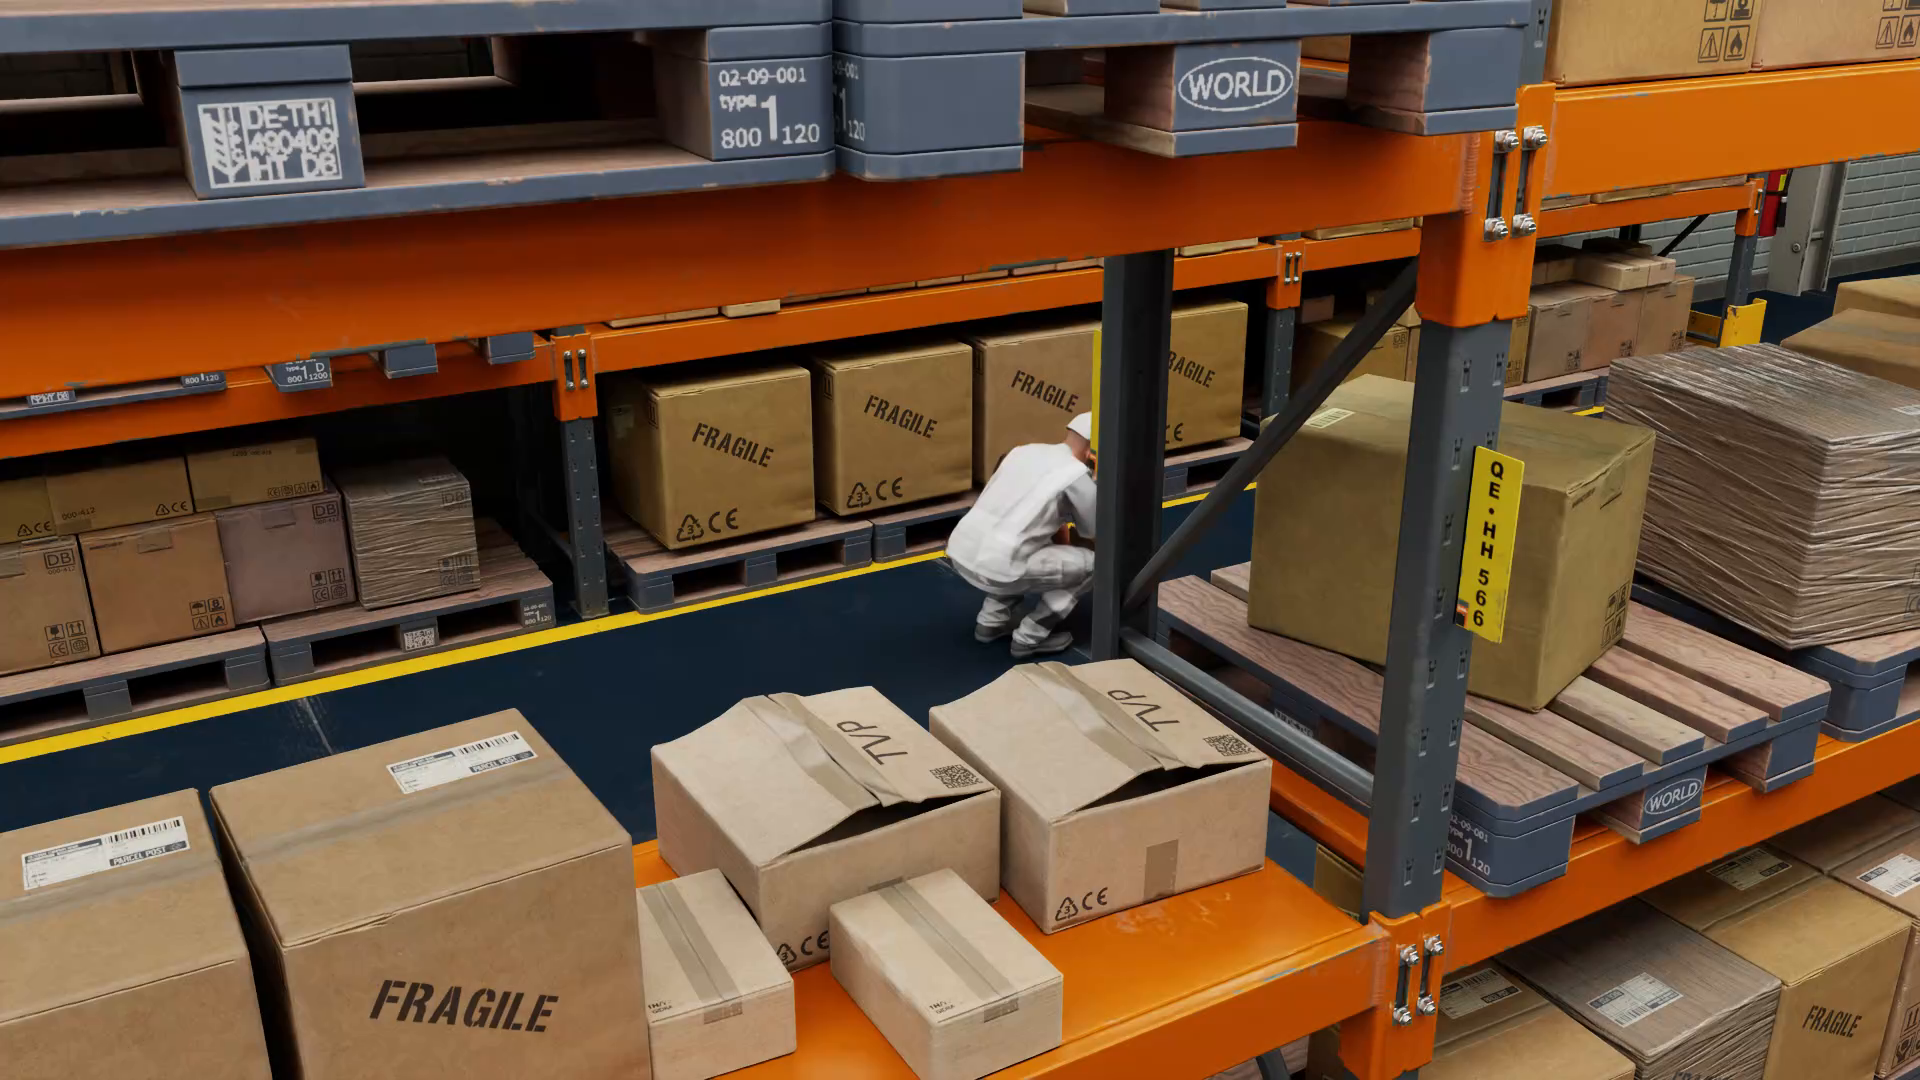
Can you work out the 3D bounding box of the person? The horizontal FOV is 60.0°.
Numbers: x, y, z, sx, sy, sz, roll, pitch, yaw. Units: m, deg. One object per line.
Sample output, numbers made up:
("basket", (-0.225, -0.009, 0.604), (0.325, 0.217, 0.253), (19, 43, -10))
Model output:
("person", (0.355, -0.031, 7.229), (0.882, 0.990, 0.565), (-12, 25, -28))
